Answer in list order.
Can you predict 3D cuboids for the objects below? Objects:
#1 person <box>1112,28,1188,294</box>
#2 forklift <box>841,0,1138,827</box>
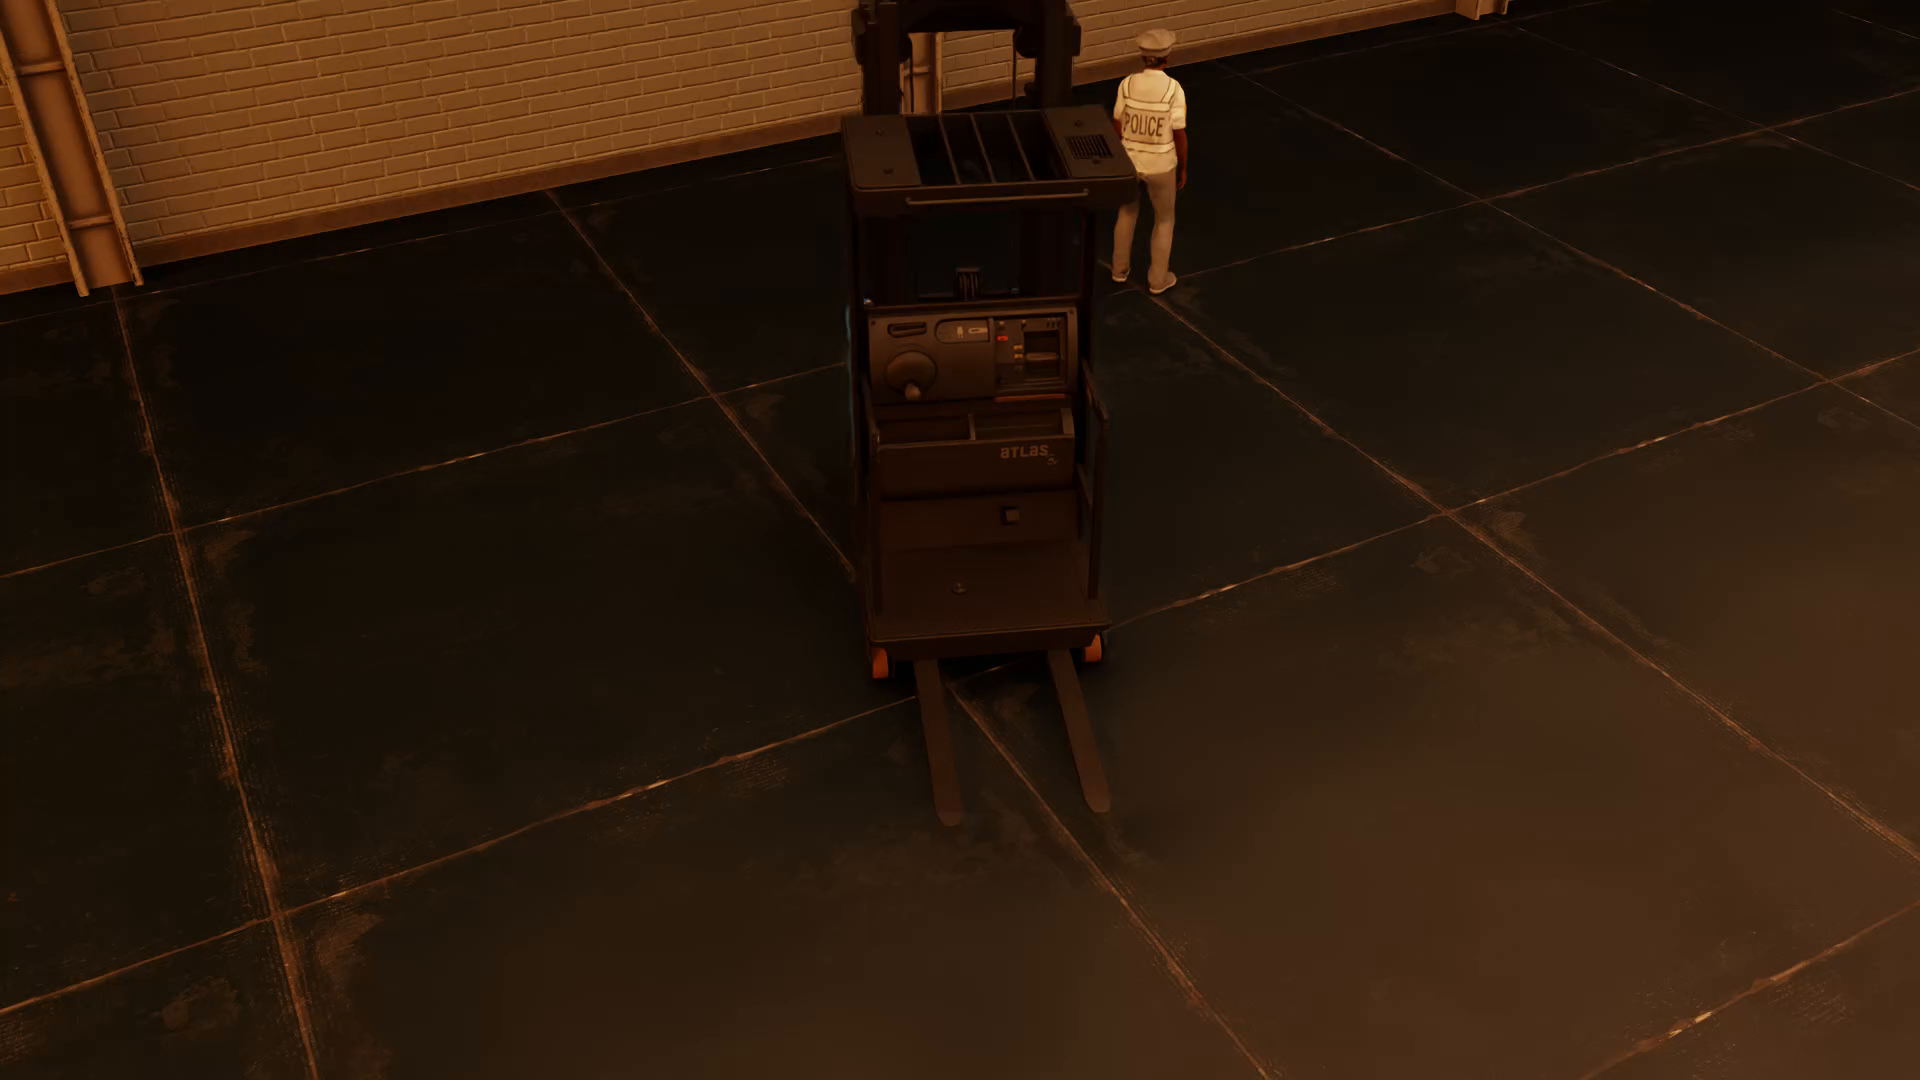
[{"bbox_3d":[1.204,-2.391,10.620,0.505,1.669,0.405,14,38,19],"label":"person"},{"bbox_3d":[0.088,-0.761,7.200,1.130,2.935,3.031,-4,35,-6],"label":"forklift"}]
